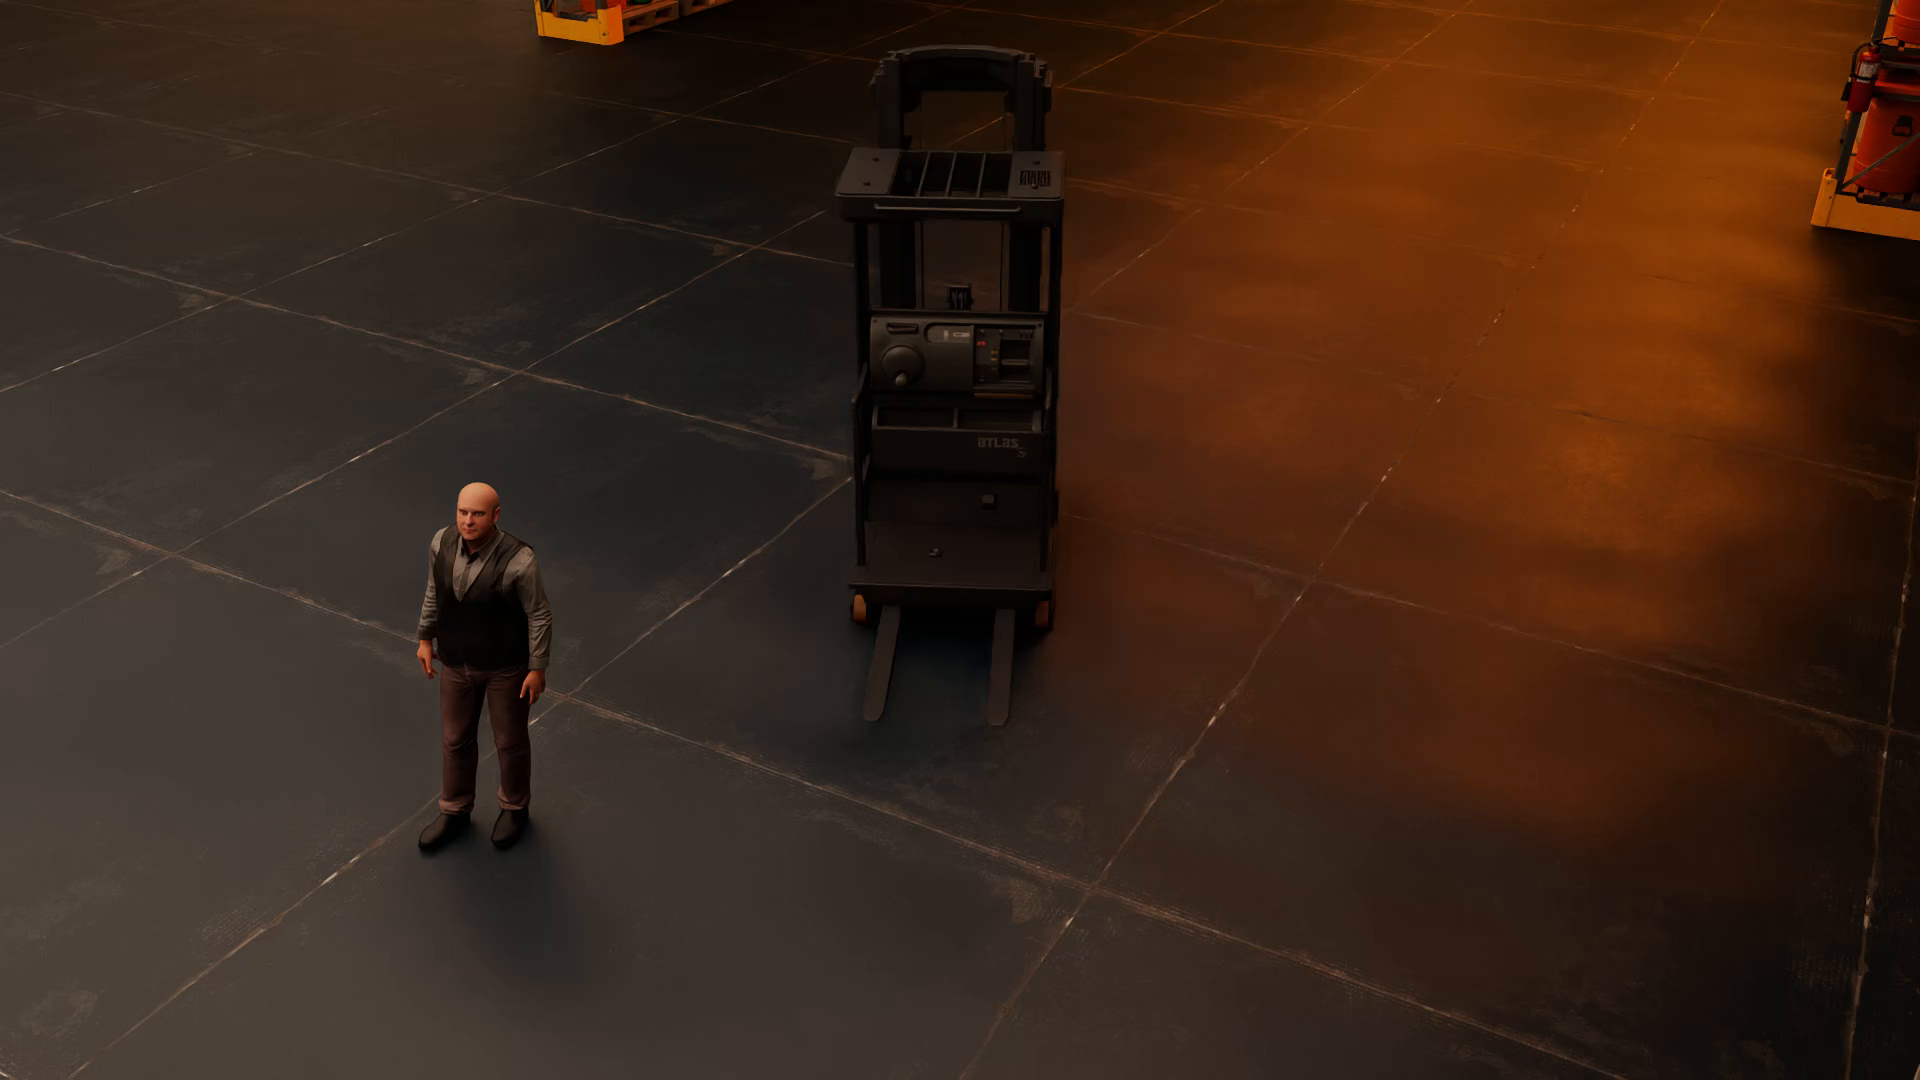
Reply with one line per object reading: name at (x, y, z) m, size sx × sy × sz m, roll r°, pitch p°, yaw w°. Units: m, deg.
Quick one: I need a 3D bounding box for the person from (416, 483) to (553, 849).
person at (-2.106, 0.571, 7.277) m, size 0.631 × 1.720 × 0.568 m, roll 9°, pitch 31°, yaw 15°

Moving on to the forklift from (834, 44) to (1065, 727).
forklift at (-0.028, -0.947, 8.712) m, size 1.130 × 2.935 × 3.031 m, roll 2°, pitch 30°, yaw 3°
